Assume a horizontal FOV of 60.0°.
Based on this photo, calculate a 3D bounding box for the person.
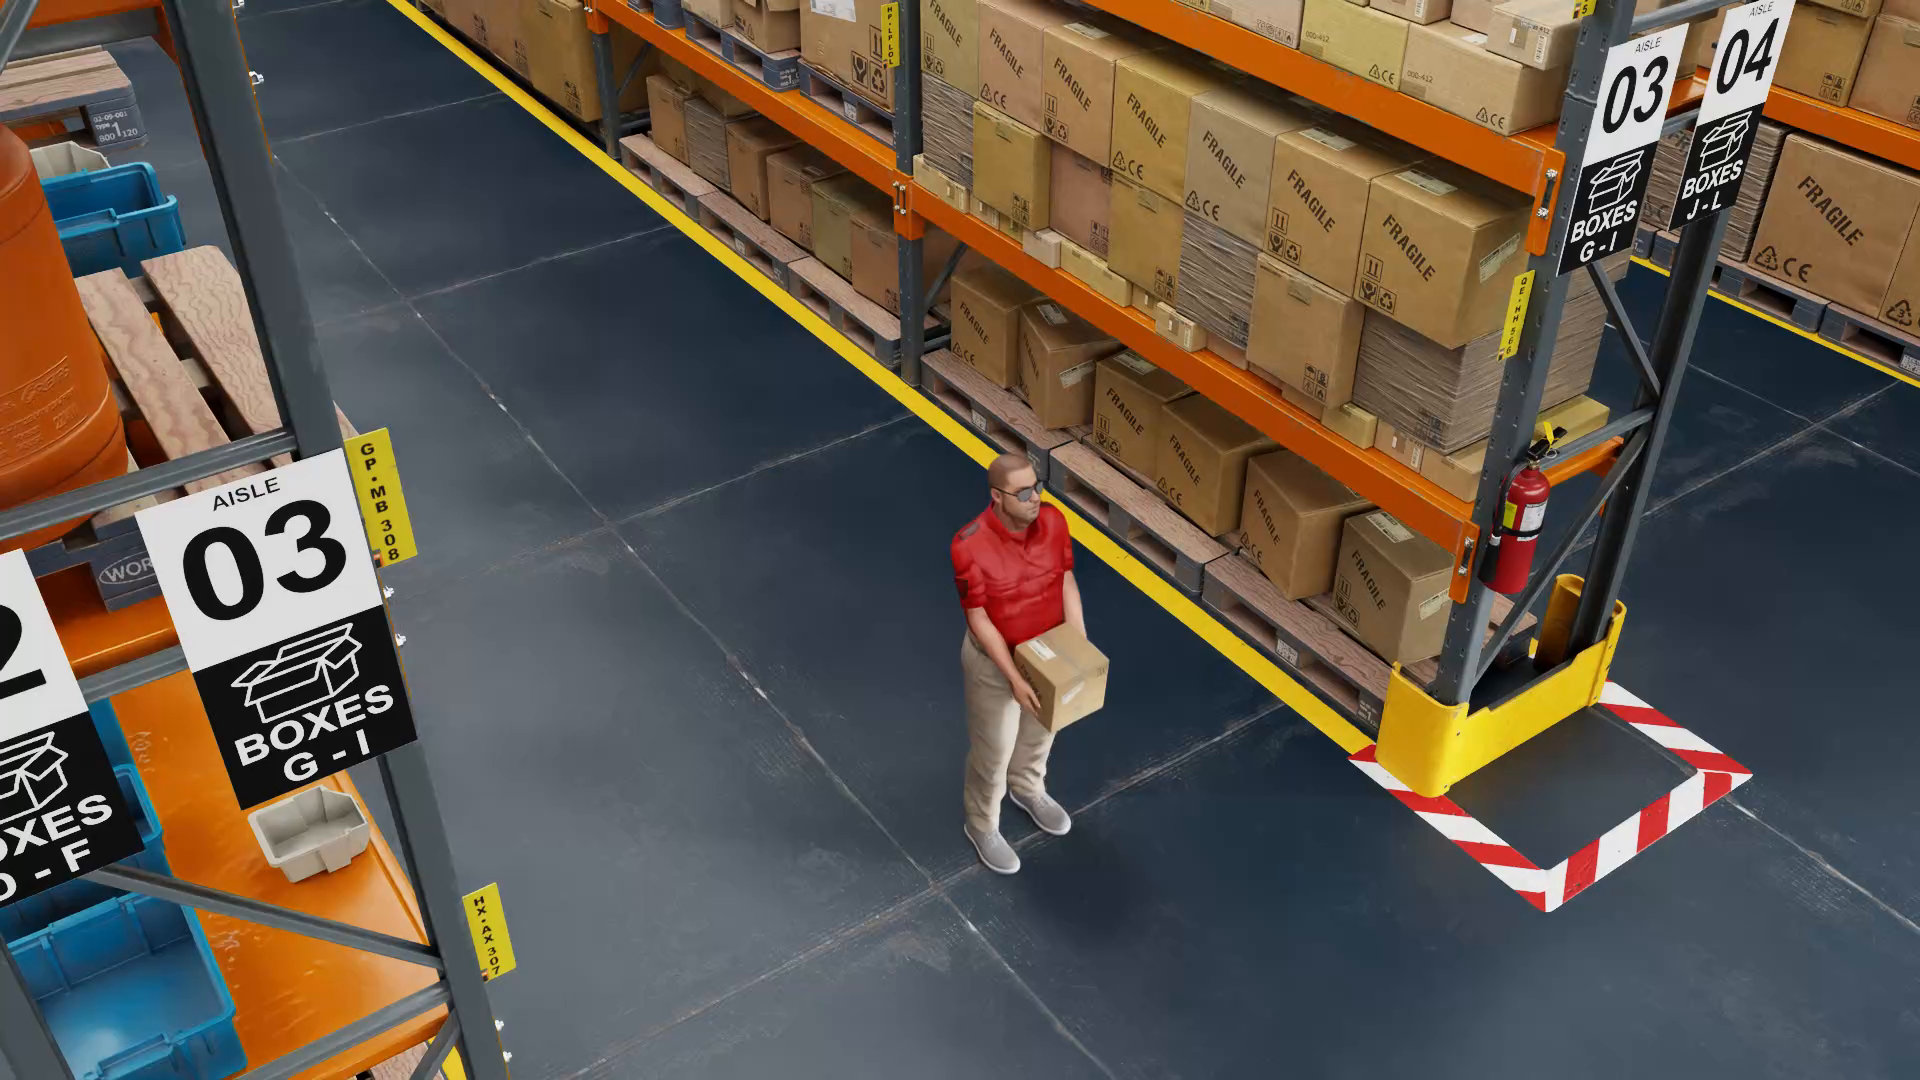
[{"bbox_3d":[0.266,0.152,6.119,0.507,0.918,0.515,-23,42,-28],"label":"person"}]
